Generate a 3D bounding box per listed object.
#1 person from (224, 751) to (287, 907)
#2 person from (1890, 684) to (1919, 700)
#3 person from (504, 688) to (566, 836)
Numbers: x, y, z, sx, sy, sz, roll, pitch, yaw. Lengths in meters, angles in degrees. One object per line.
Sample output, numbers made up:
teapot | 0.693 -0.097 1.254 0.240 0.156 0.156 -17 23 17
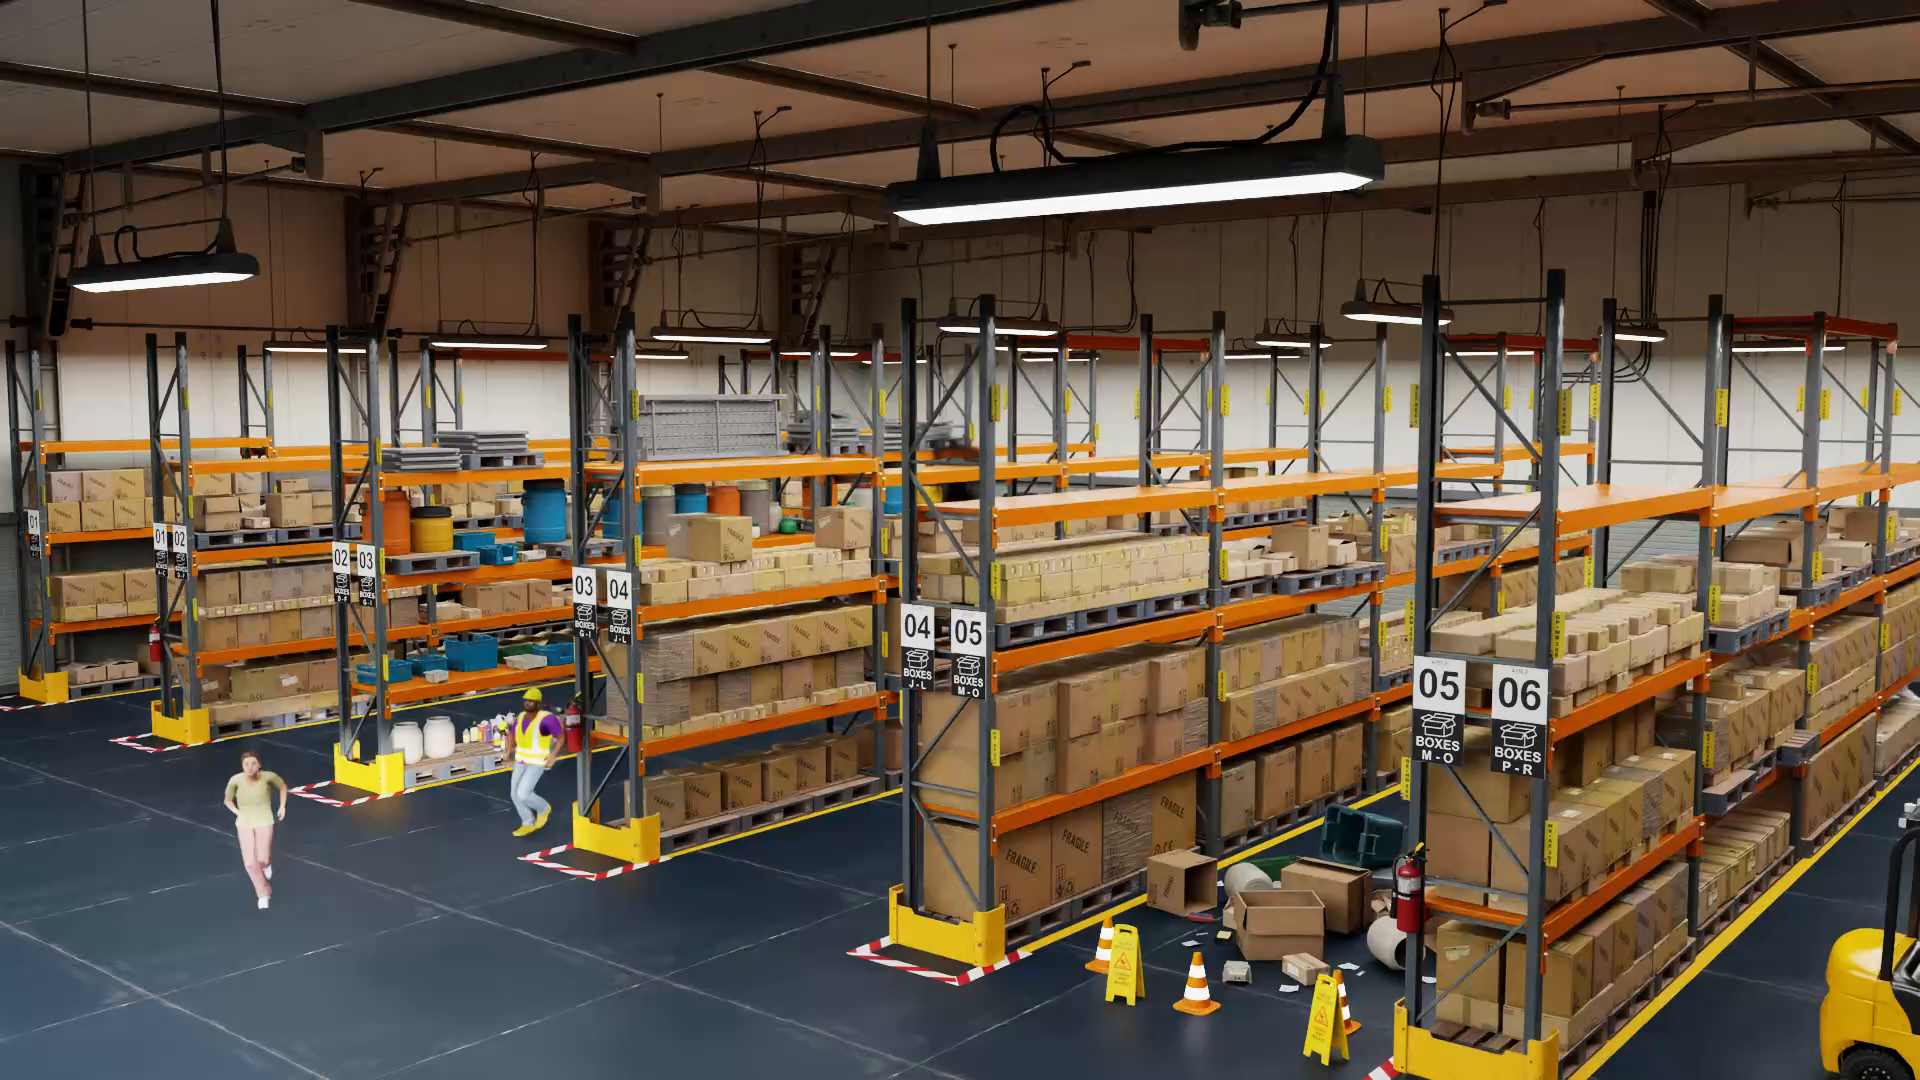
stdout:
person | -7.071 2.875 16.715 0.562 1.602 0.691 -1 5 -13
person | 14.548 1.956 25.726 0.705 1.769 0.923 -3 6 -30
person | -4.985 2.580 19.319 0.741 1.729 0.520 3 6 30
